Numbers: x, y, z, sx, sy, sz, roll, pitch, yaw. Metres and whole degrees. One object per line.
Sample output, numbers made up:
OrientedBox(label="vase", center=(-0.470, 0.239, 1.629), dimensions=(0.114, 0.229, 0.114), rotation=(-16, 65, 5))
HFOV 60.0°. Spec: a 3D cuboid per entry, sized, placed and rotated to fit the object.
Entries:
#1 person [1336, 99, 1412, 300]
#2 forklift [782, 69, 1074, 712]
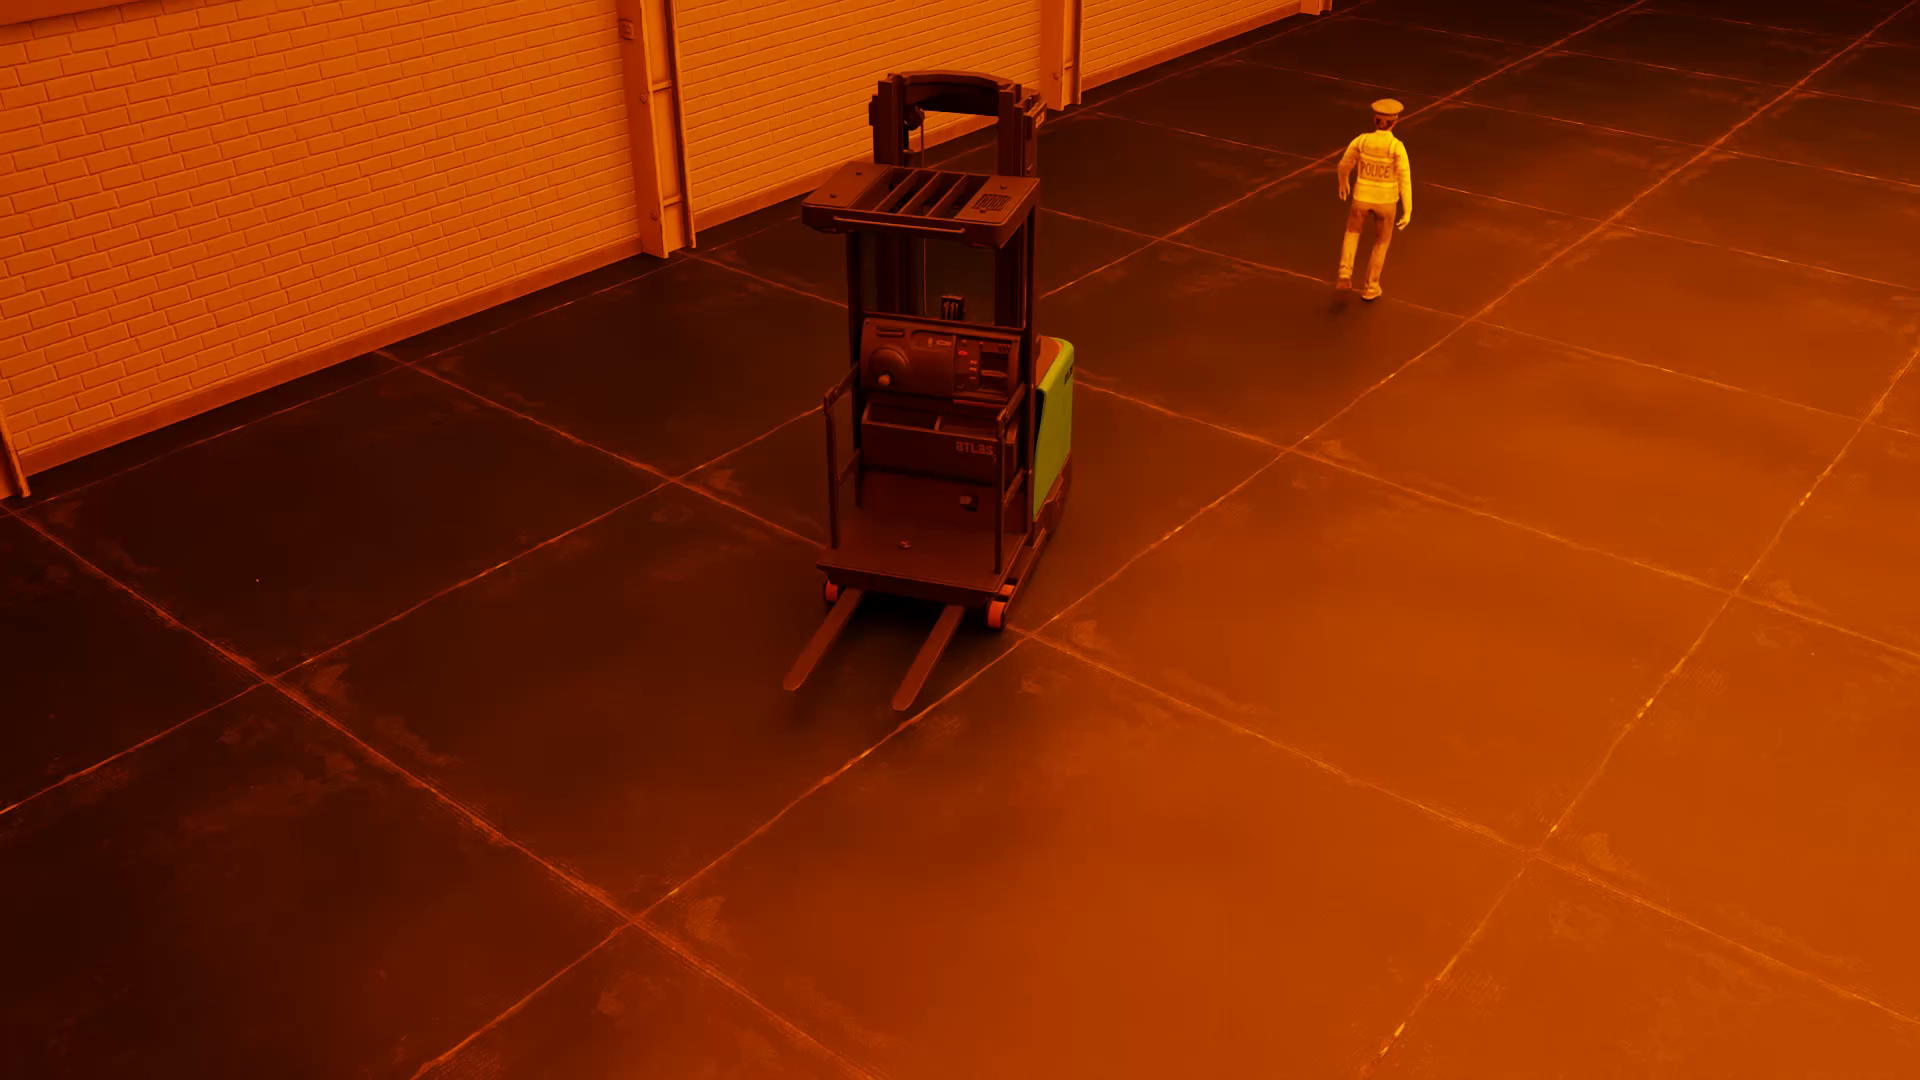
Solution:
OrientedBox(label="person", center=(3.368, -2.750, 13.578), dimensions=(0.677, 1.648, 0.460), rotation=(15, 33, 23))
OrientedBox(label="forklift", center=(-0.176, -0.972, 9.258), dimensions=(1.130, 2.935, 3.031), rotation=(9, 31, 14))
